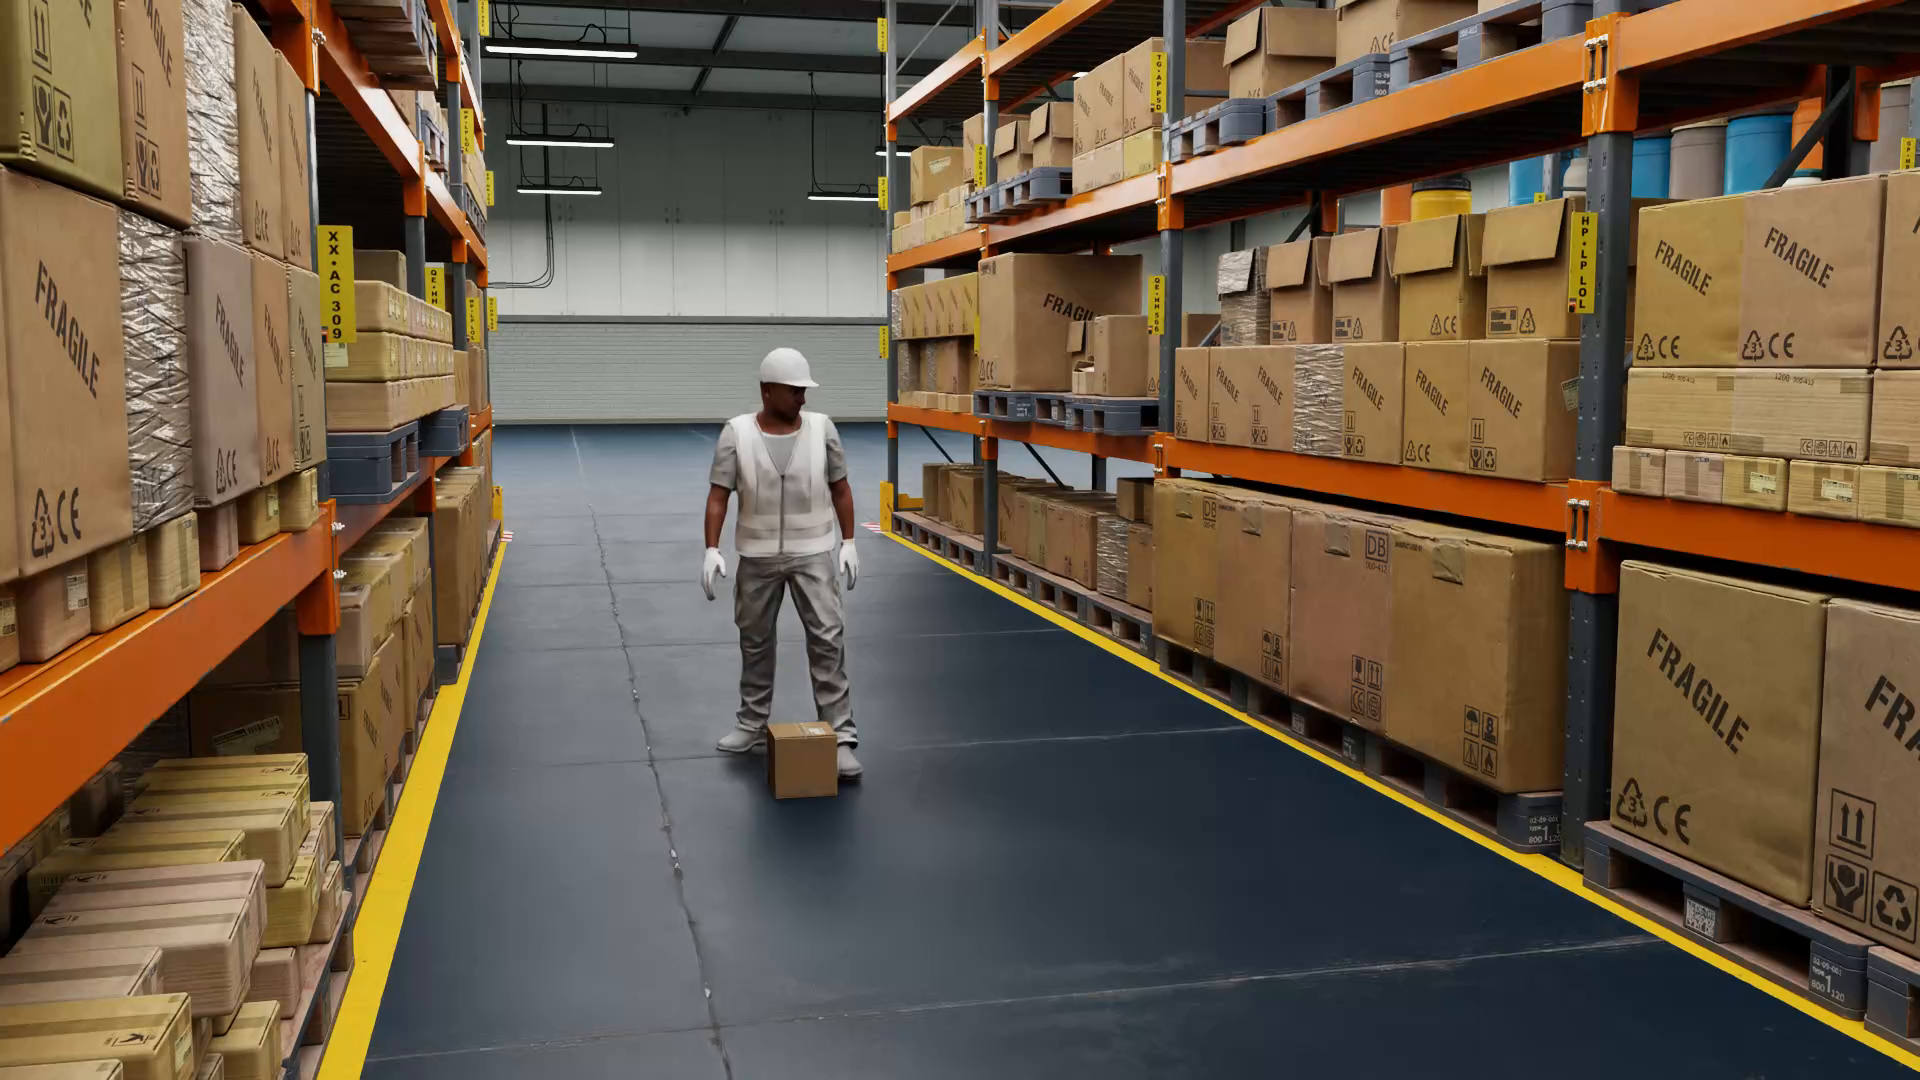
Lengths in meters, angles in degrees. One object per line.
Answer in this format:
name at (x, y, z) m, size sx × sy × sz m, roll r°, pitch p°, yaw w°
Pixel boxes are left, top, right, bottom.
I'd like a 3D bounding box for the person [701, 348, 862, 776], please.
person at (-0.741, 0.074, 7.003) m, size 0.672 × 1.753 × 0.759 m, roll 0°, pitch 6°, yaw -1°
